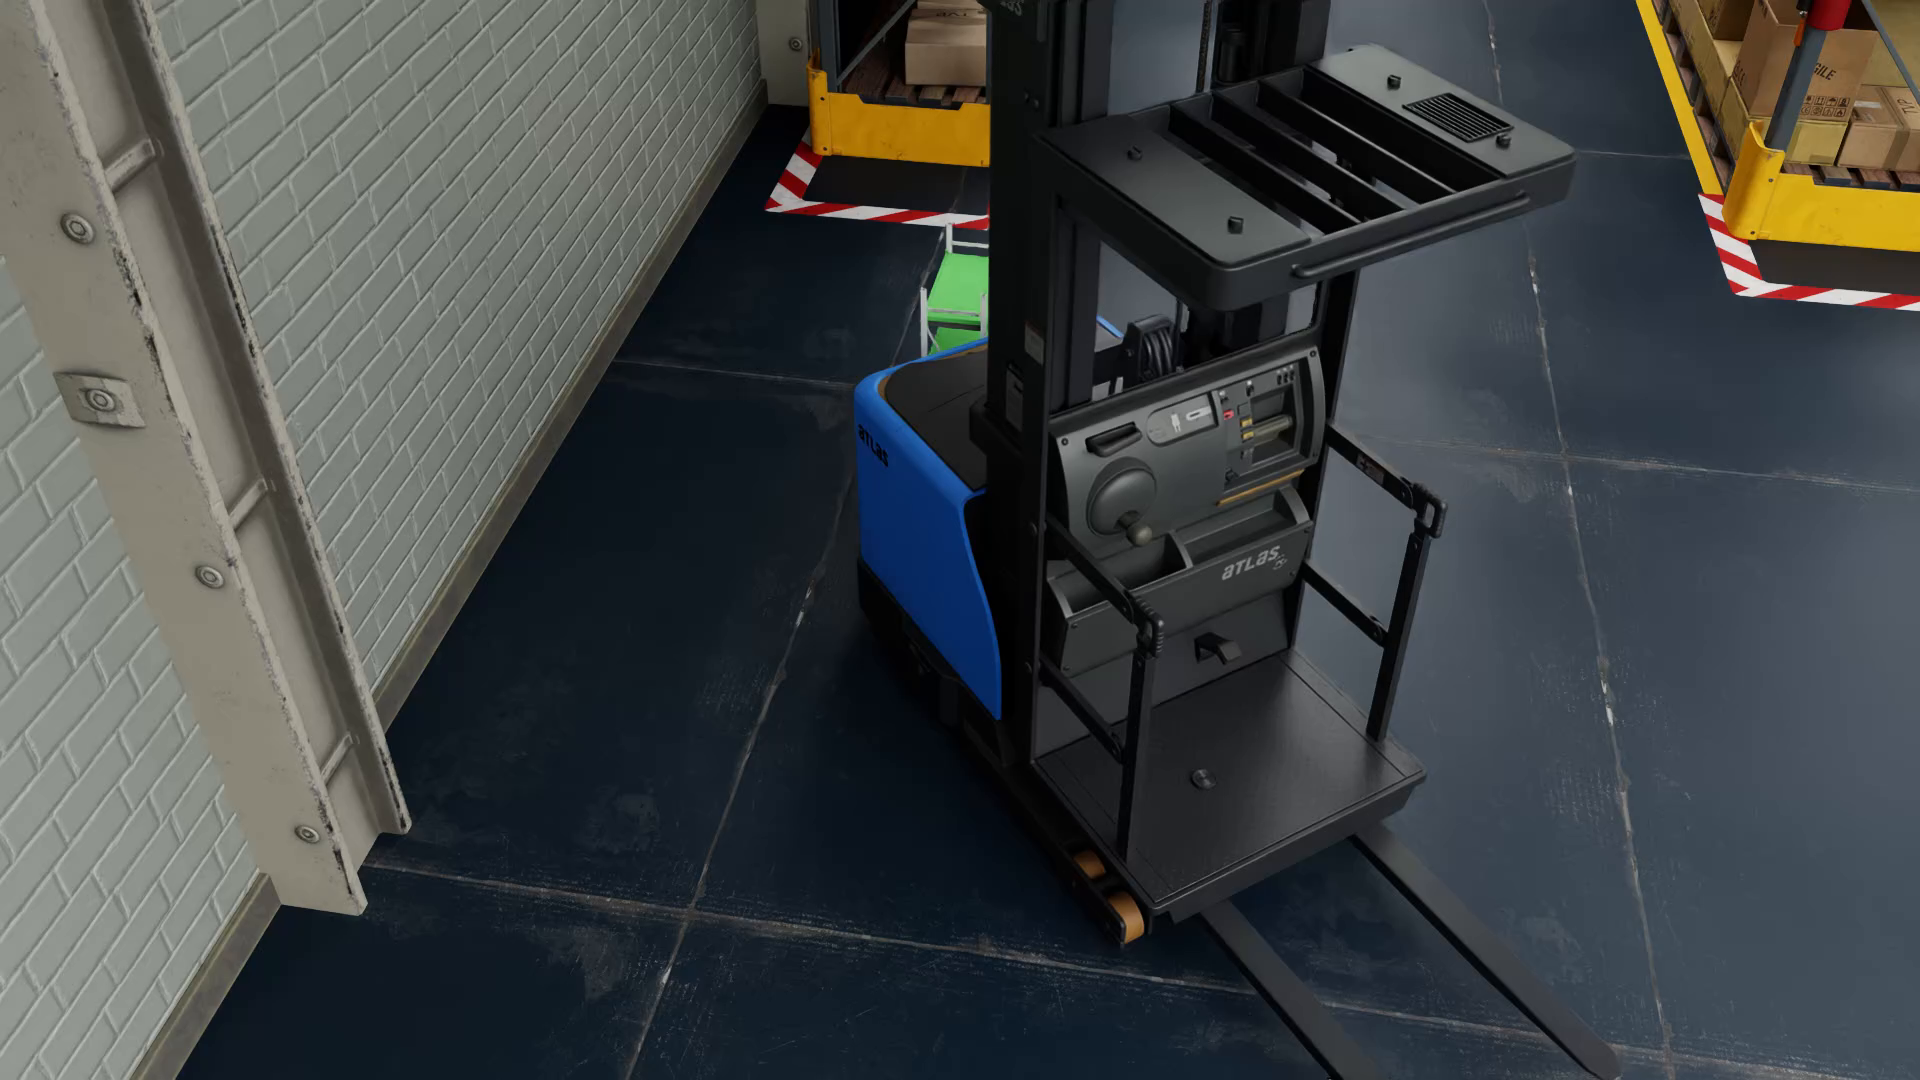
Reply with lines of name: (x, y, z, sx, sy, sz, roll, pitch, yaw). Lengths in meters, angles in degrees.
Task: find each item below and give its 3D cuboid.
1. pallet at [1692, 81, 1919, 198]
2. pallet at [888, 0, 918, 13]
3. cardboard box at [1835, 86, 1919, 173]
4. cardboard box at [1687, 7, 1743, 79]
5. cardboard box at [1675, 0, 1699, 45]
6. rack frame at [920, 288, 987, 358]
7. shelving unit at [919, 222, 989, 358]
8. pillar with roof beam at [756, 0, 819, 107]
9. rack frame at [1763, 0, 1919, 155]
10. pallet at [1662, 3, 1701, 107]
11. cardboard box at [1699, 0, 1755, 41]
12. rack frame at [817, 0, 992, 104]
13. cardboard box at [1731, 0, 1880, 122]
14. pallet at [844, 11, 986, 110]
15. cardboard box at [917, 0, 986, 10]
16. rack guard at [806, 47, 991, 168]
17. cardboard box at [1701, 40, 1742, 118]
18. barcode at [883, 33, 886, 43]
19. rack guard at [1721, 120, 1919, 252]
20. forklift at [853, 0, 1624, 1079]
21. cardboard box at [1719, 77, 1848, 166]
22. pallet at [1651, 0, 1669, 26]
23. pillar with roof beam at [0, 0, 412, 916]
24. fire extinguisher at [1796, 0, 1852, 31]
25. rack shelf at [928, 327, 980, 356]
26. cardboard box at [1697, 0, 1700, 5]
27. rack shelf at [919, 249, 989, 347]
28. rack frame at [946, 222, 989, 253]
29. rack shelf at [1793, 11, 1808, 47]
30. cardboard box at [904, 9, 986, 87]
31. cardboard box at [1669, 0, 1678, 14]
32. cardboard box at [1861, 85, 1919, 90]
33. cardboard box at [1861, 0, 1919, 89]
pallet: (4.711, -2.196, 9.241, 1.003, 0.211, 1.213, 6, 40, 8)
pallet: (0.143, -3.573, 10.906, 1.003, 0.211, 1.213, 6, 40, 8)
cardboard box: (4.932, -2.201, 8.886, 0.500, 0.250, 0.500, 6, 40, 8)
cardboard box: (4.581, -2.887, 9.716, 0.500, 0.250, 0.500, 6, 40, 8)
cardboard box: (4.670, -3.200, 10.095, 0.500, 0.250, 0.500, 6, 40, 8)
rack frame: (-0.023, -0.424, 6.321, 0.240, 1.200, 0.015, 7, 40, 8)
shelving unit: (0.021, -0.577, 6.506, 0.258, 1.200, 0.503, 7, 40, 8)
pillar with roof beam: (3.250, -5.702, 6.585, 9.100, 9.000, 0.400, 6, 40, 8)
rack frame: (4.620, -2.786, 7.766, 1.000, 3.000, 0.127, 6, 40, 8)
pallet: (4.925, -2.960, 10.164, 1.003, 0.211, 1.213, 6, 40, 8)
cardboard box: (4.579, -3.176, 9.477, 0.500, 0.500, 0.500, 6, 40, 8)
rack frame: (-0.259, -3.330, 8.424, 1.000, 3.000, 0.127, 6, 40, 8)
cardboard box: (4.420, -2.547, 8.716, 0.500, 0.500, 0.500, 6, 40, 8)
pallet: (-0.071, -2.809, 9.982, 1.003, 0.211, 1.213, 6, 40, 8)
cardboard box: (0.048, -3.246, 10.087, 0.500, 0.311, 0.500, 10, 41, 11)
rack guard: (-0.246, -2.415, 9.278, 1.175, 0.500, 0.348, 6, 40, 8)
cardboard box: (4.497, -2.573, 9.336, 0.500, 0.250, 0.500, 6, 40, 8)
barcode: (-0.442, -2.947, 9.718, 0.001, 0.075, 0.075, 6, 40, 8)
rack guard: (4.616, -1.808, 8.544, 1.175, 0.500, 0.348, 6, 40, 8)
forklift: (0.792, -0.203, 4.695, 1.130, 2.935, 3.031, -20, 44, -23)
cardboard box: (4.422, -2.258, 8.955, 0.500, 0.250, 0.500, 6, 40, 8)
pallet: (5.134, -3.728, 11.093, 1.003, 0.211, 1.213, 6, 40, 8)
pillar with roof beam: (2.212, -1.937, 2.031, 9.100, 9.000, 0.400, 6, 40, 8)
fire extinguisher: (4.142, -2.734, 7.763, 0.296, 0.674, 0.183, 6, 40, 8)
rack shelf: (0.021, -0.712, 6.393, 0.258, 0.148, 0.480, 7, 40, 8)
cardboard box: (4.666, -3.490, 9.857, 0.500, 0.500, 0.500, 6, 40, 8)
rack shelf: (0.021, -0.897, 6.241, 0.258, 0.148, 0.480, 7, 40, 8)
rack frame: (0.066, -0.729, 6.691, 0.240, 1.200, 0.015, 7, 40, 8)
rack shelf: (4.966, -3.764, 9.514, 1.077, 0.370, 4.000, 6, 40, 8)
cardboard box: (-0.051, -2.888, 9.654, 0.500, 0.311, 0.500, 2, 40, 3)
cardboard box: (4.750, -3.515, 10.476, 0.500, 0.250, 0.500, 6, 40, 8)
cardboard box: (5.015, -2.515, 9.266, 0.500, 0.250, 0.500, 6, 40, 8)
cardboard box: (5.017, -2.804, 9.027, 0.500, 0.500, 0.500, 6, 40, 8)
